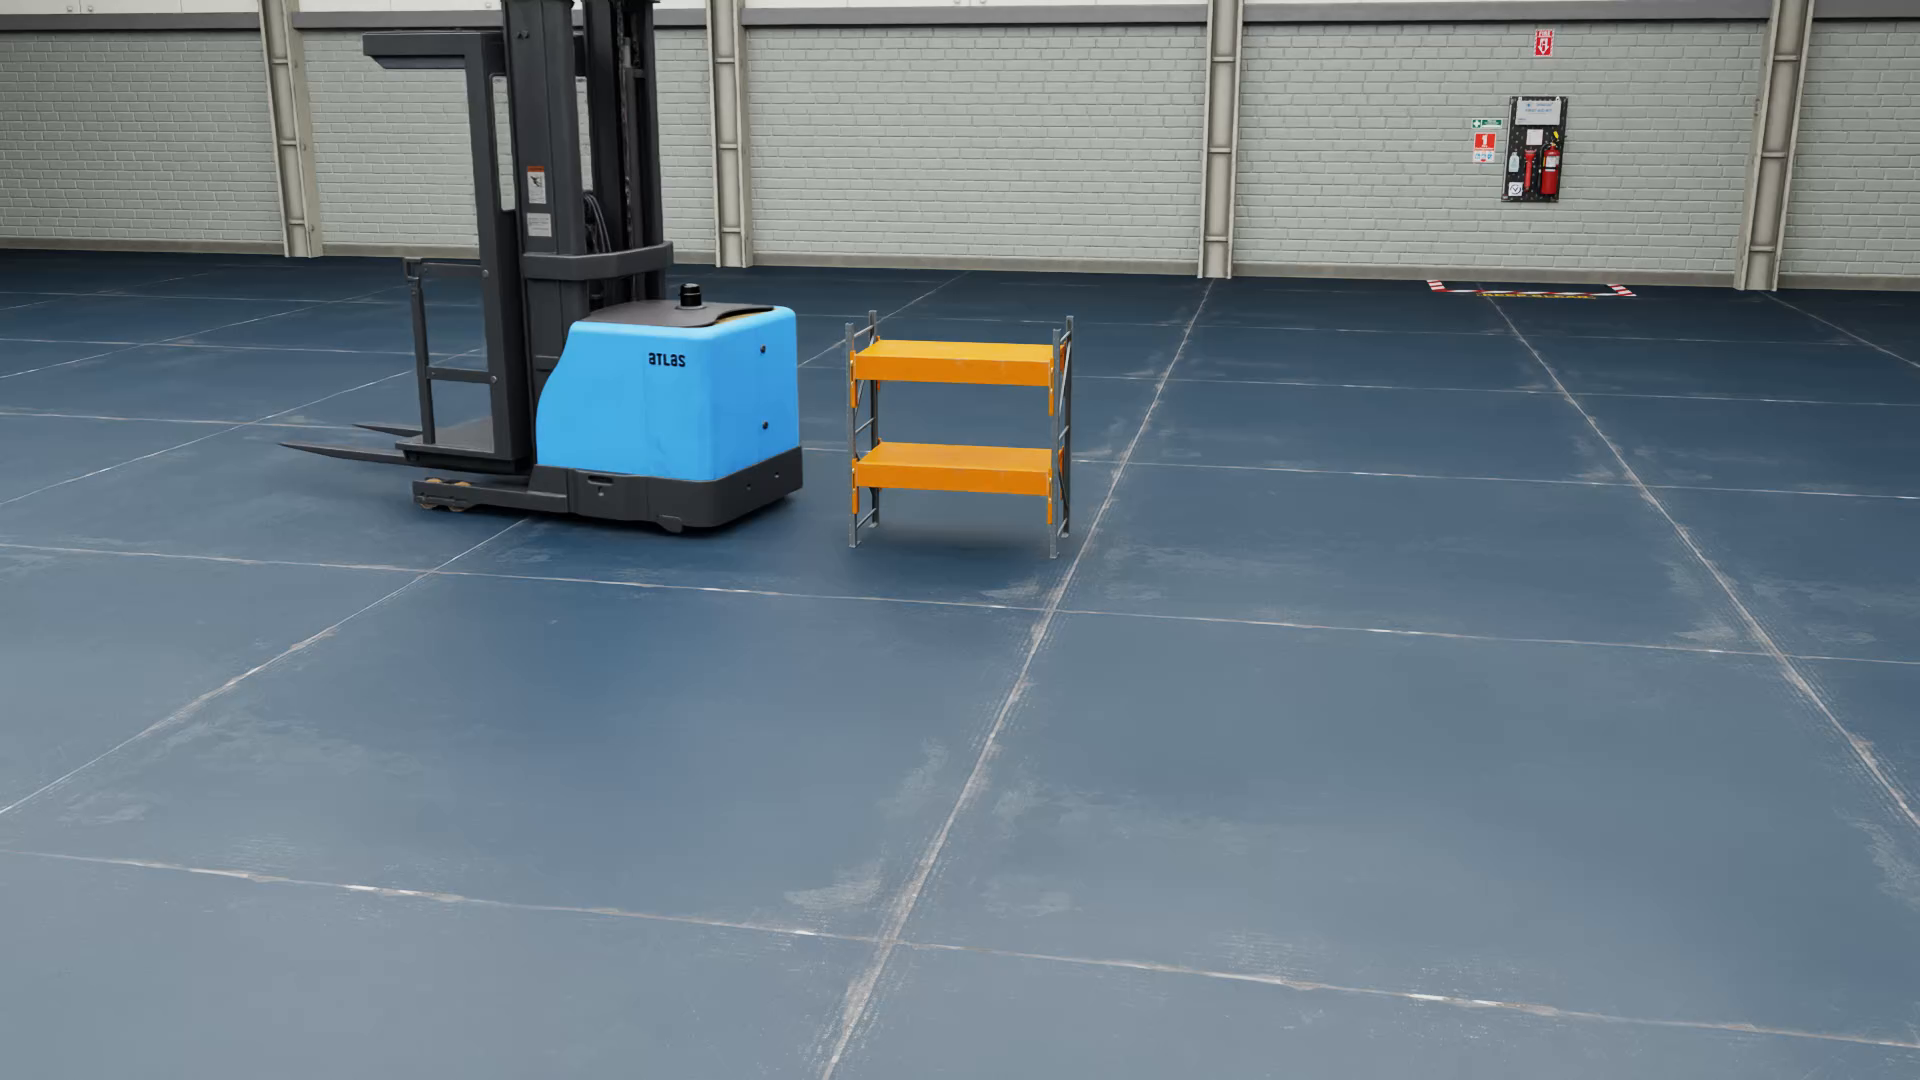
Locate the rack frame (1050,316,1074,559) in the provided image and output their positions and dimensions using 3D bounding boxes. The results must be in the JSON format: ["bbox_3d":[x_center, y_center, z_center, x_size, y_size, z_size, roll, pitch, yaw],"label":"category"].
[{"bbox_3d":[0.505,-0.515,8.243,0.032,1.125,0.500,3,16,11],"label":"rack frame"}]

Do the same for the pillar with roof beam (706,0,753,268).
[{"bbox_3d":[-3.697,-6.668,15.706,0.400,9.000,9.100,3,16,11],"label":"pillar with roof beam"}]

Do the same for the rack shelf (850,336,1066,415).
[{"bbox_3d":[0.007,-0.824,8.262,1.000,0.278,0.538,3,16,11],"label":"rack shelf"}]

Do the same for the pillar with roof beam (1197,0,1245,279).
[{"bbox_3d":[2.183,-6.349,14.554,0.400,9.000,9.100,3,16,11],"label":"pillar with roof beam"}]

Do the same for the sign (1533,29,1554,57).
[{"bbox_3d":[6.518,-5.549,18.565,0.199,0.298,0.001,3,16,11],"label":"sign"}]

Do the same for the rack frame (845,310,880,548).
[{"bbox_3d":[-0.492,-0.569,8.438,0.032,1.125,0.500,3,16,11],"label":"rack frame"}]

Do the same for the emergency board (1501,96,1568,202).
[{"bbox_3d":[6.506,-4.406,18.778,0.643,1.169,0.194,3,16,11],"label":"emergency board"}]

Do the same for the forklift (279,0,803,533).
[{"bbox_3d":[-2.444,-1.684,9.080,3.031,2.935,1.130,6,17,22],"label":"forklift"}]

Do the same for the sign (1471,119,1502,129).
[{"bbox_3d":[5.988,-4.732,18.897,0.331,0.109,0.001,3,16,11],"label":"sign"}]

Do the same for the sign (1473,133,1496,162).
[{"bbox_3d":[5.985,-4.479,18.977,0.234,0.329,0.001,3,16,11],"label":"sign"}]

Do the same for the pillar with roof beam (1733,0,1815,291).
[{"bbox_3d":[8.063,-6.029,13.401,0.400,9.000,9.100,3,16,11],"label":"pillar with roof beam"}]

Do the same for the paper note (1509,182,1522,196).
[{"bbox_3d":[6.347,-4.009,18.995,0.142,0.148,0.016,3,16,11],"label":"paper note"}]

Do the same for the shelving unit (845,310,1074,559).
[{"bbox_3d":[0.007,-0.542,8.341,1.048,1.125,0.538,3,16,11],"label":"shelving unit"}]

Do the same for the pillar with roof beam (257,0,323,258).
[{"bbox_3d":[-9.576,-6.987,16.858,0.400,9.000,9.100,3,16,11],"label":"pillar with roof beam"}]

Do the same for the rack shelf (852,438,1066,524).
[{"bbox_3d":[0.007,-0.306,8.406,1.000,0.278,0.538,3,16,11],"label":"rack shelf"}]
